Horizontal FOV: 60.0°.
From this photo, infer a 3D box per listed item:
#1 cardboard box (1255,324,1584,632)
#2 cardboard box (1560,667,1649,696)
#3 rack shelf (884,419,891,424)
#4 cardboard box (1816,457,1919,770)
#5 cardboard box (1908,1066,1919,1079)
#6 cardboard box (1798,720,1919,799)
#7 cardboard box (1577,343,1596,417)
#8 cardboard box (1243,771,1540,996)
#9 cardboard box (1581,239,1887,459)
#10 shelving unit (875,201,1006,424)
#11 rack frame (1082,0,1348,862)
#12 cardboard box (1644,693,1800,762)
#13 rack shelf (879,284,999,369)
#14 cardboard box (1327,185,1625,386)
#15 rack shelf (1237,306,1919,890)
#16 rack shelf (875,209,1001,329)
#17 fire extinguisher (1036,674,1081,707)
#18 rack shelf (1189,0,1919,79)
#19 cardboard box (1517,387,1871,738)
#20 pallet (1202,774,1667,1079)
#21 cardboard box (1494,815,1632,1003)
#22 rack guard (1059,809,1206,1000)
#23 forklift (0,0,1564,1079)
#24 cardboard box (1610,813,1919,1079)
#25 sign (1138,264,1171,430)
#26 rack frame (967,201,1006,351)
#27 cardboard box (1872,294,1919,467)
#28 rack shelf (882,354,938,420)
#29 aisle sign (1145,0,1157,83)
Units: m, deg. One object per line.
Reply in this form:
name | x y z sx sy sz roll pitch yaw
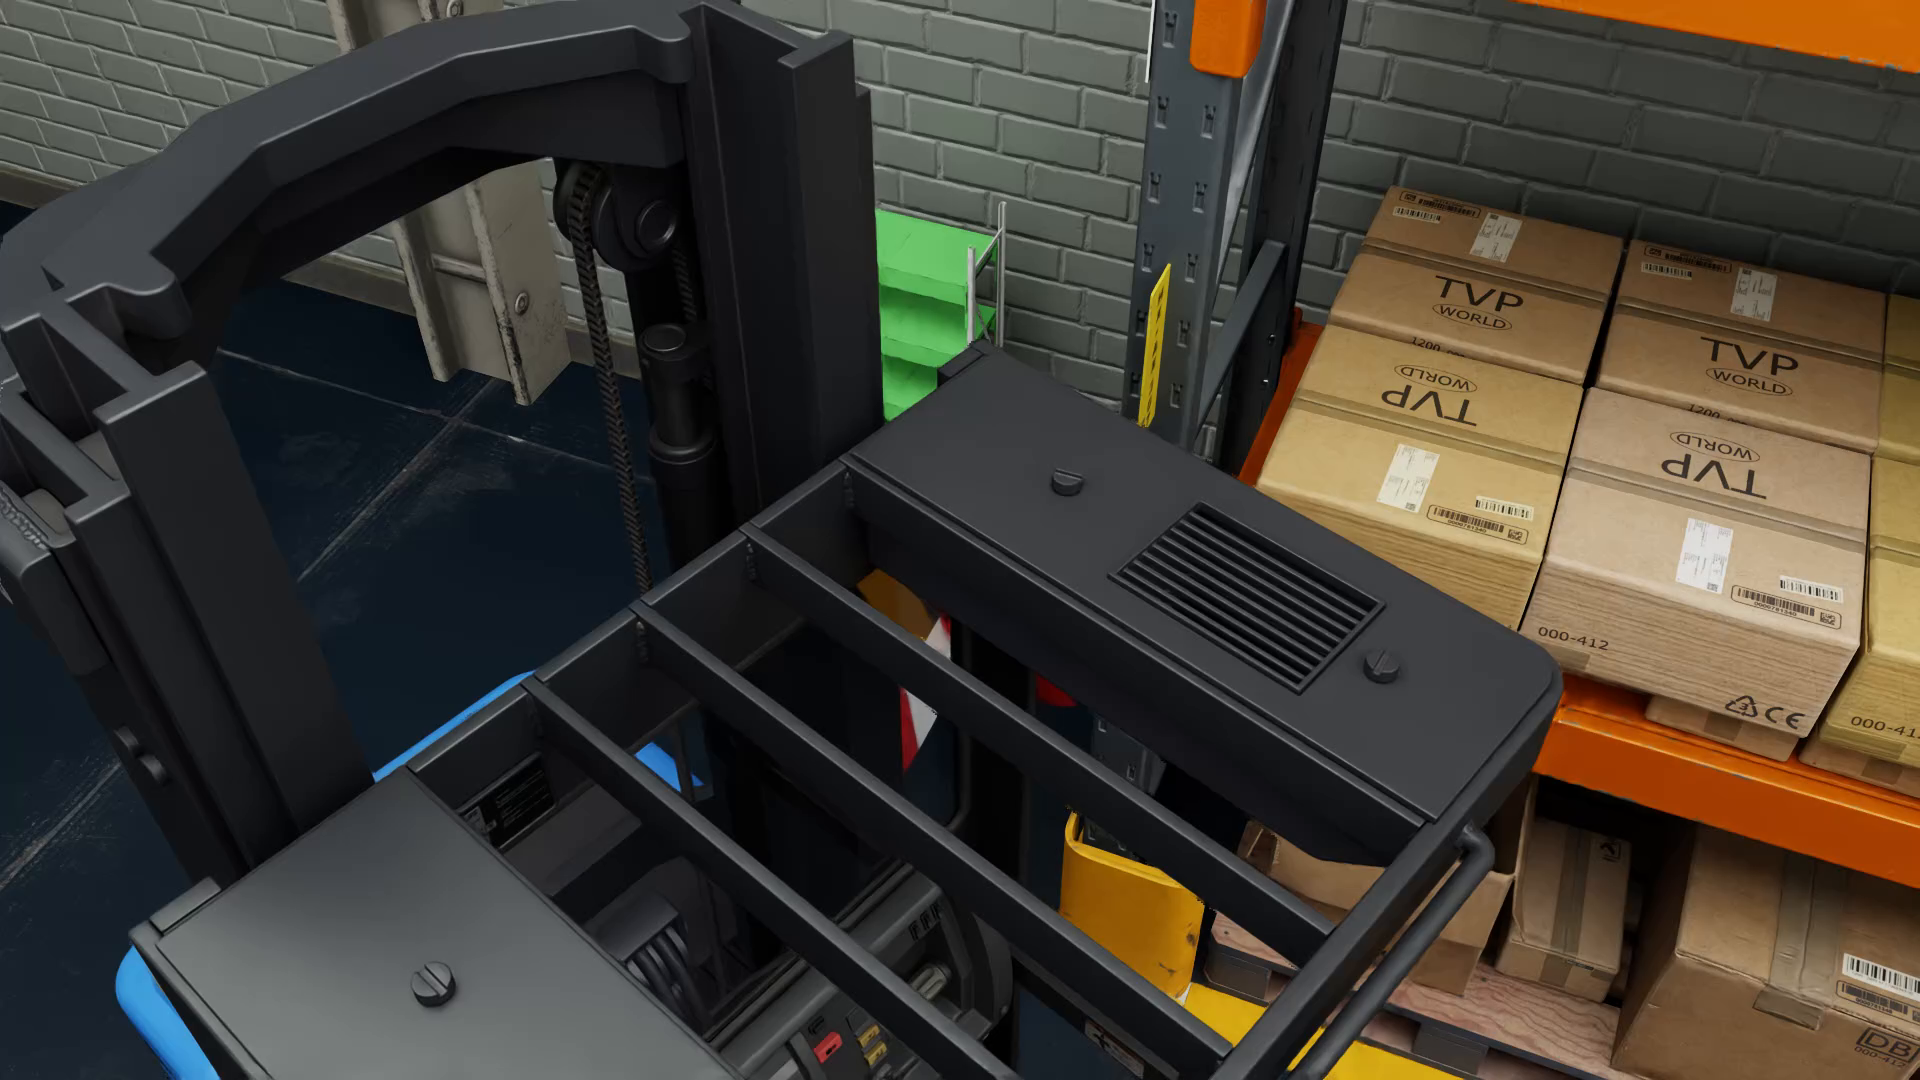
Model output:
cardboard box | 0.852 -0.111 3.130 0.500 0.250 0.500 17 47 16
cardboard box | 1.243 0.087 3.214 0.250 0.149 0.380 16 47 15
rack shelf | -0.153 -0.255 5.086 0.480 0.148 0.258 16 47 16
cardboard box | 1.786 0.161 2.857 0.500 0.250 0.500 16 47 15
cardboard box | 2.288 1.074 3.519 0.500 0.500 0.500 17 47 17
cardboard box | 1.700 0.264 3.036 0.250 0.149 0.380 17 47 16
cardboard box | 1.434 -0.228 3.530 0.250 0.149 0.380 15 47 15
cardboard box | 1.065 0.607 3.986 0.637 0.503 0.797 15 47 14
cardboard box | 1.539 -0.317 3.337 0.500 0.250 0.500 17 47 16
shelving unit | -0.153 -0.470 4.872 0.503 1.200 0.258 16 47 16
rack frame | 0.537 -0.357 3.482 0.127 3.000 1.000 16 47 16
cardboard box | 1.453 0.196 3.105 0.250 0.149 0.380 18 48 17
rack shelf | -0.153 -0.595 4.748 0.480 0.148 0.258 16 47 16
cardboard box | 1.064 -0.457 3.478 0.500 0.250 0.500 18 48 17
rack shelf | 2.383 0.441 3.190 4.000 0.370 1.077 16 47 16
rack shelf | -0.153 -0.765 4.579 0.480 0.148 0.258 16 47 16
fire extinguisher | 0.223 0.063 3.379 0.183 0.674 0.296 16 47 16
rack shelf | 2.383 -0.622 2.132 4.000 0.370 1.077 16 47 16
cardboard box | 1.317 0.026 2.993 0.500 0.250 0.500 17 47 16
pallet | 1.343 0.868 4.228 1.213 0.211 1.003 16 47 16
cardboard box | 1.442 0.873 3.969 0.250 0.149 0.380 15 47 14
rack guard | 0.607 0.549 4.343 0.348 0.500 1.175 16 47 16
forklift | -0.106 0.917 2.250 3.031 2.935 1.130 32 53 28
cardboard box | 1.839 0.865 3.728 0.500 0.500 0.700 18 48 17
sign | 0.328 -0.311 2.822 0.005 0.325 0.100 16 47 16
rack frame | 0.072 -0.404 4.805 0.015 1.200 0.240 16 47 16
cardboard box | 1.994 -0.179 3.199 0.500 0.250 0.500 18 48 17
rack shelf | -0.153 -0.425 4.917 0.480 0.148 0.258 16 47 16
aisle sign | 0.361 -1.106 2.392 0.004 0.787 0.394 16 47 16
